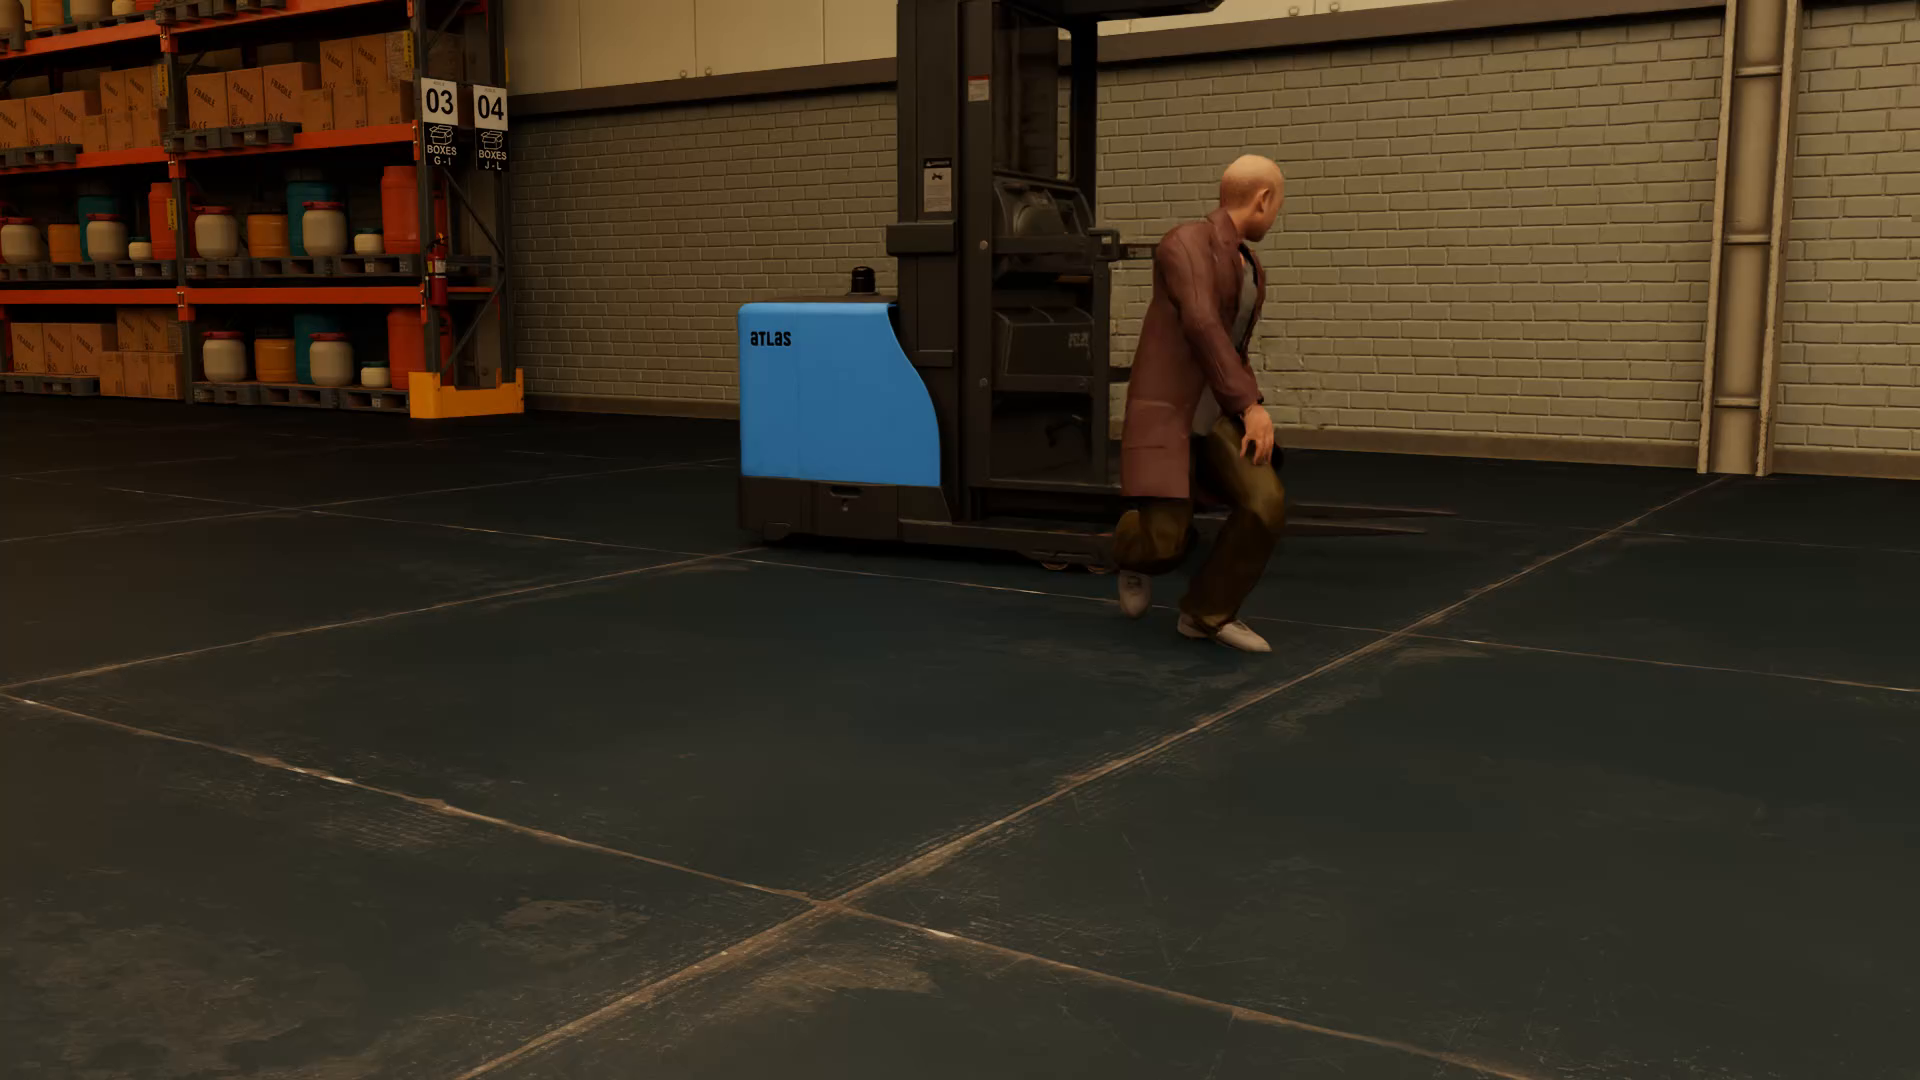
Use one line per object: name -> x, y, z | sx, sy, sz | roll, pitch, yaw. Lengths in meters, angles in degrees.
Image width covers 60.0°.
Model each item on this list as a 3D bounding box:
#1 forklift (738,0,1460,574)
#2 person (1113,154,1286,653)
forklift -> 0.551, -1.399, 7.031 | 3.031, 2.935, 1.130 | 4, 9, 27
person -> 0.793, -0.433, 5.321 | 0.712, 1.552, 0.864 | -5, 10, -32
